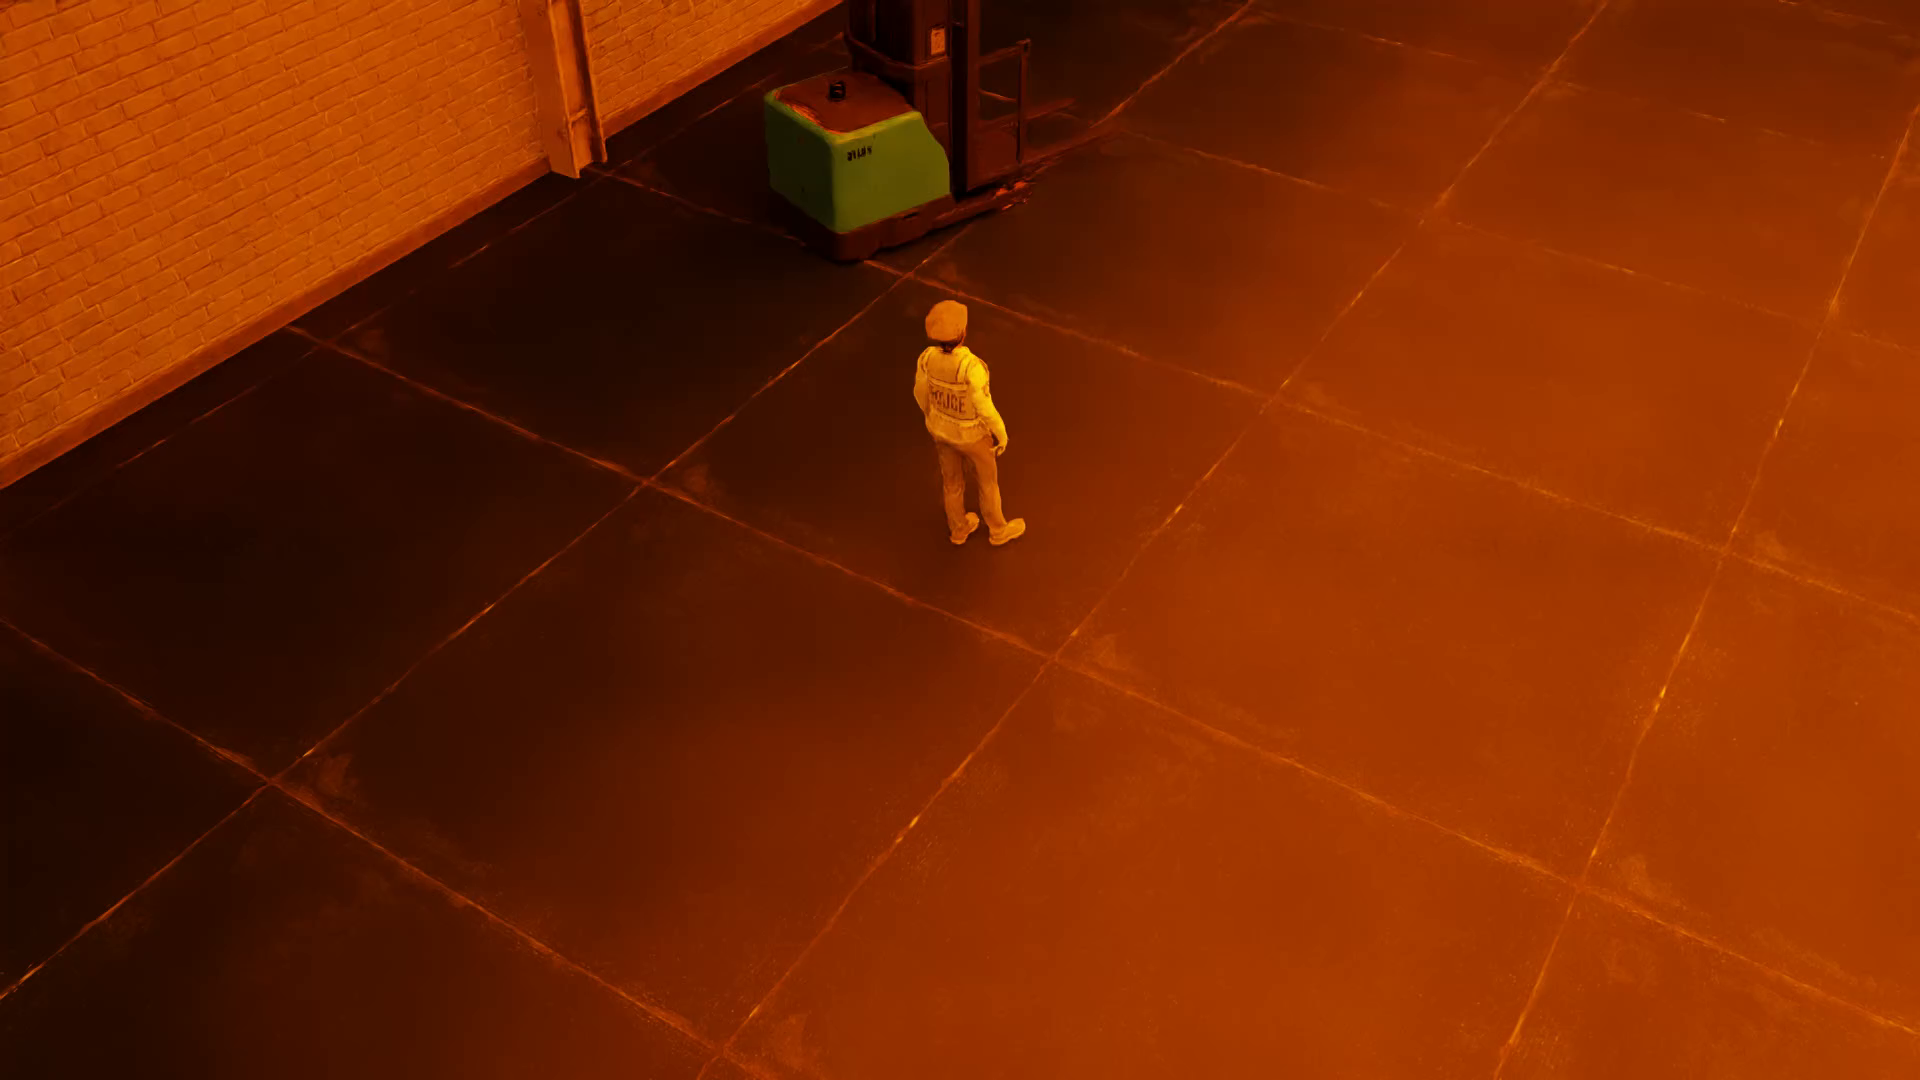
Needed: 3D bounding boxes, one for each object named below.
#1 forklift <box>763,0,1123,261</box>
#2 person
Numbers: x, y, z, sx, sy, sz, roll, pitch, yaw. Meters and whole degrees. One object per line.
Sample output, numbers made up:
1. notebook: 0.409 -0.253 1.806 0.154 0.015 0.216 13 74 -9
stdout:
1. forklift: -0.030 -4.018 12.708 3.031 2.935 1.130 -26 47 -28
2. person: 0.042 -0.686 9.722 0.586 1.695 0.532 22 45 24
